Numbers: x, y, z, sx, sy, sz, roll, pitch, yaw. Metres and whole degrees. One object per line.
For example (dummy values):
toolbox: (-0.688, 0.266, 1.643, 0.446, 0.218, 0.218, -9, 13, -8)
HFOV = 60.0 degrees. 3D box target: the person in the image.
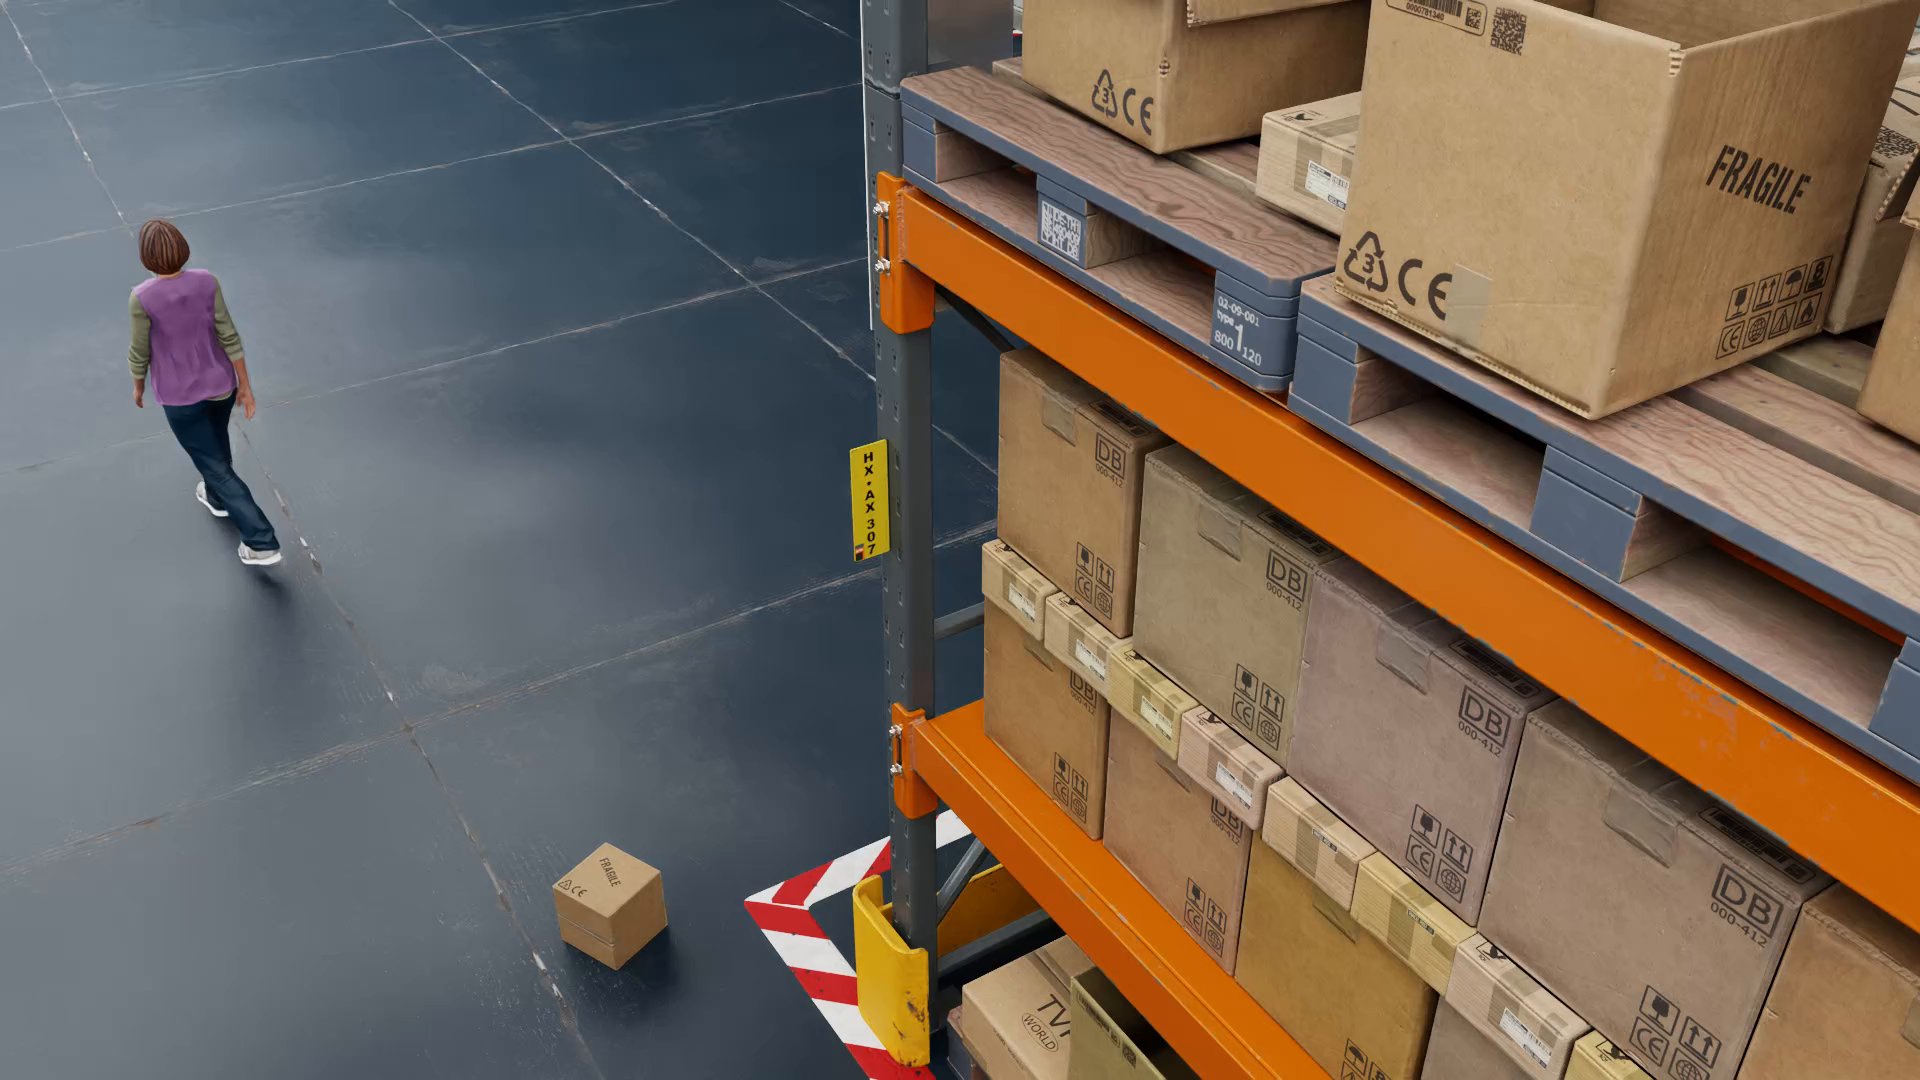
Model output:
person: (-3.300, -0.656, 7.147, 0.938, 1.543, 0.424, 27, 41, 34)
